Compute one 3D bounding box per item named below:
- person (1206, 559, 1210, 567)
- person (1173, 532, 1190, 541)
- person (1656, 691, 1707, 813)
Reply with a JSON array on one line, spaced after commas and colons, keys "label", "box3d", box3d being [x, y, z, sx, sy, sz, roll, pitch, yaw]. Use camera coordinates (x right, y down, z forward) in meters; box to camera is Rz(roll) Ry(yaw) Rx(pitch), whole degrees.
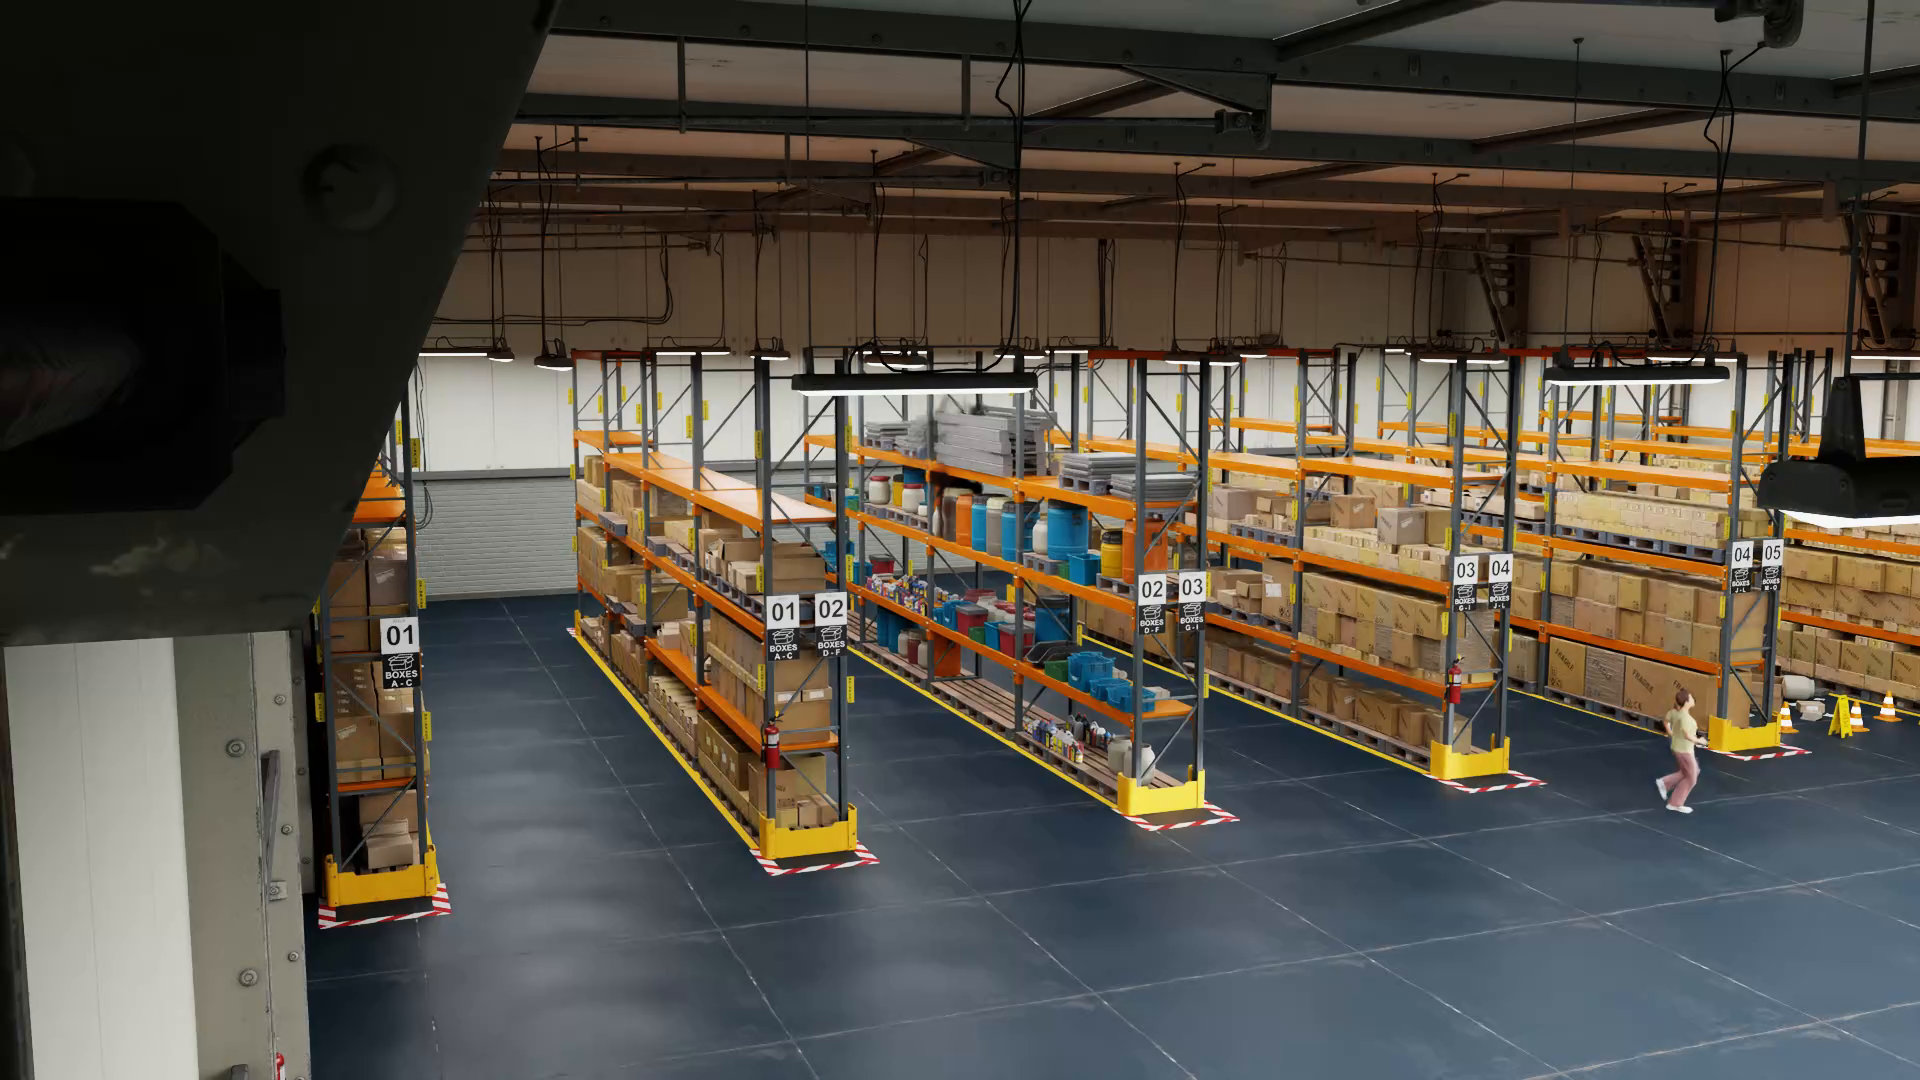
[{"label": "person", "box3d": [5.149, 1.211, 34.687, 0.539, 1.618, 0.541, -3, 8, -21]}, {"label": "person", "box3d": [5.529, 0.364, 41.395, 0.760, 1.743, 0.876, -3, 8, -26]}, {"label": "person", "box3d": [9.569, 2.793, 22.029, 0.560, 1.636, 0.617, 1, 7, 6]}]
